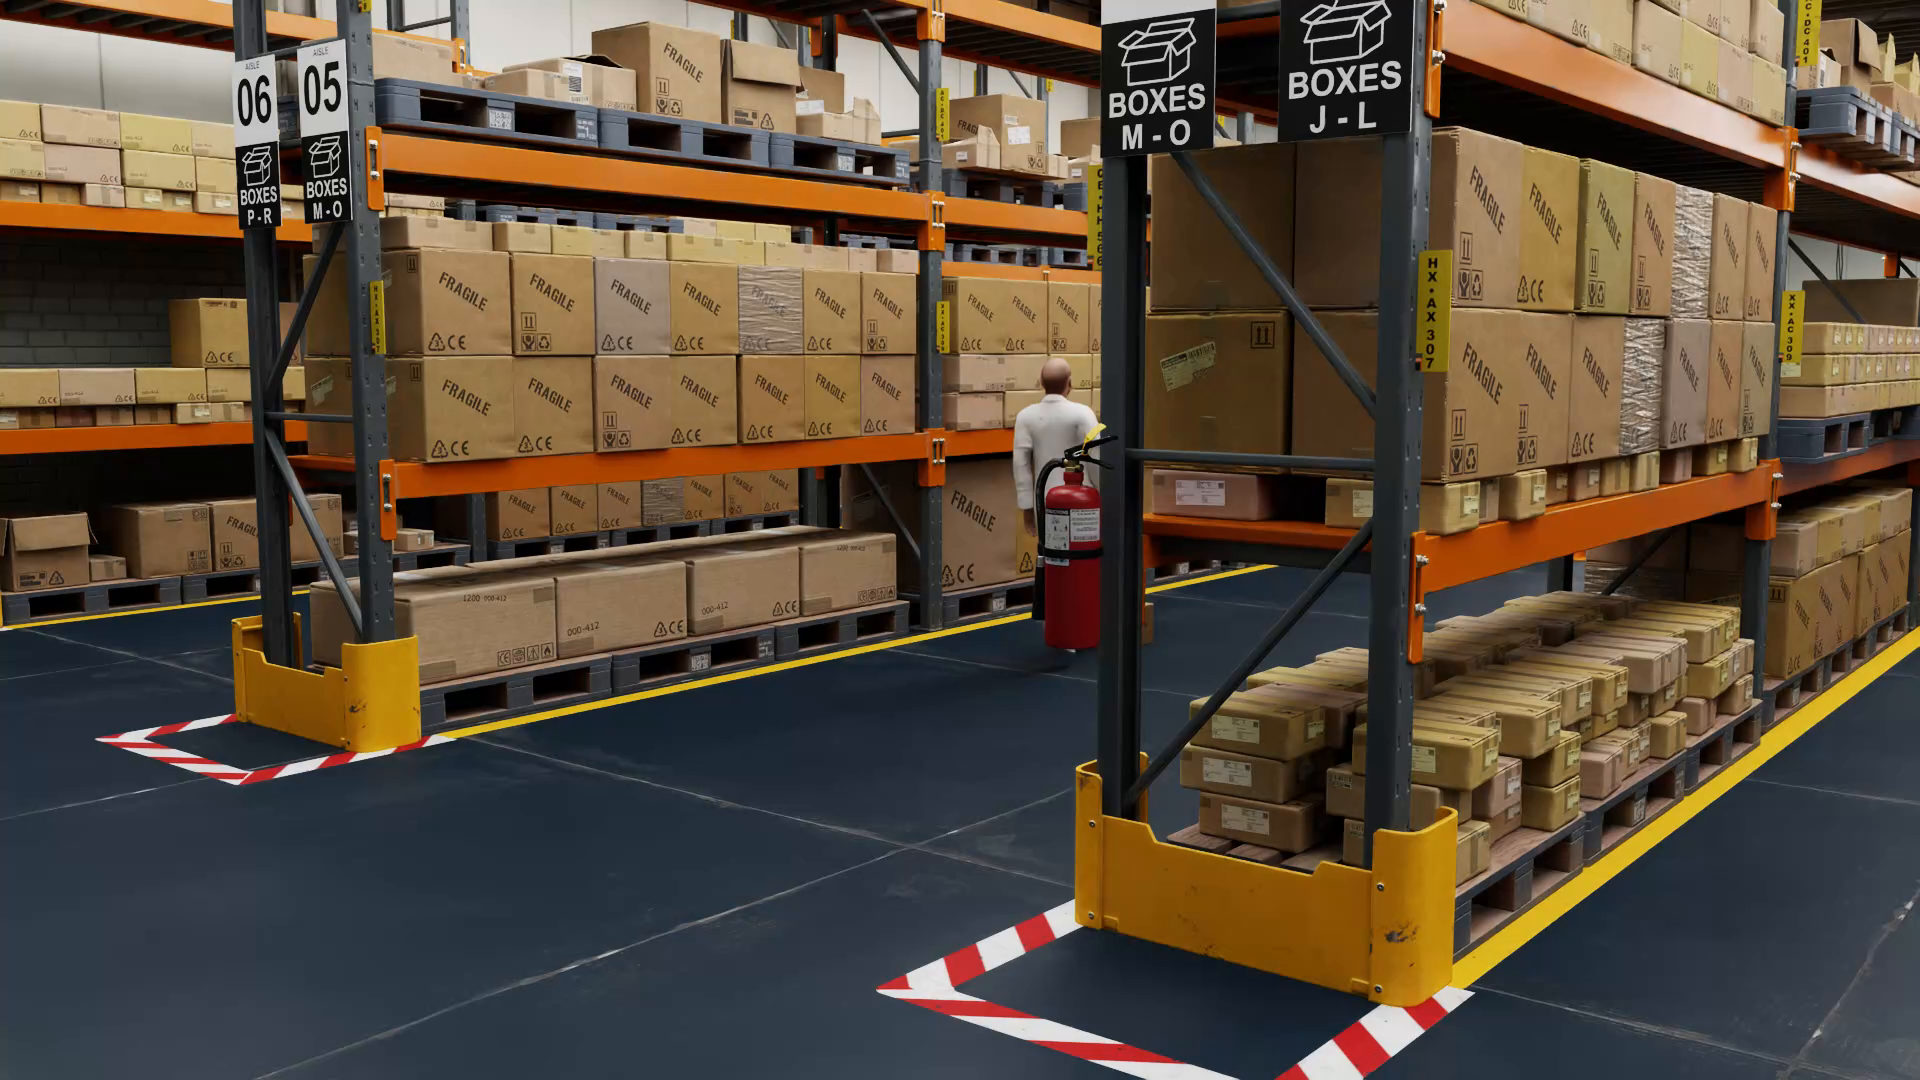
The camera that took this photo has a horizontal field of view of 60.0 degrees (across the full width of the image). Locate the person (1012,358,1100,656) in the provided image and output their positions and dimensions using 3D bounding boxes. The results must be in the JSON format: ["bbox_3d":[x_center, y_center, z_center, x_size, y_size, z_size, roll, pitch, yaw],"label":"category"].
[{"bbox_3d":[0.647,-0.194,9.860,0.607,1.762,0.846,5,8,36],"label":"person"}]
